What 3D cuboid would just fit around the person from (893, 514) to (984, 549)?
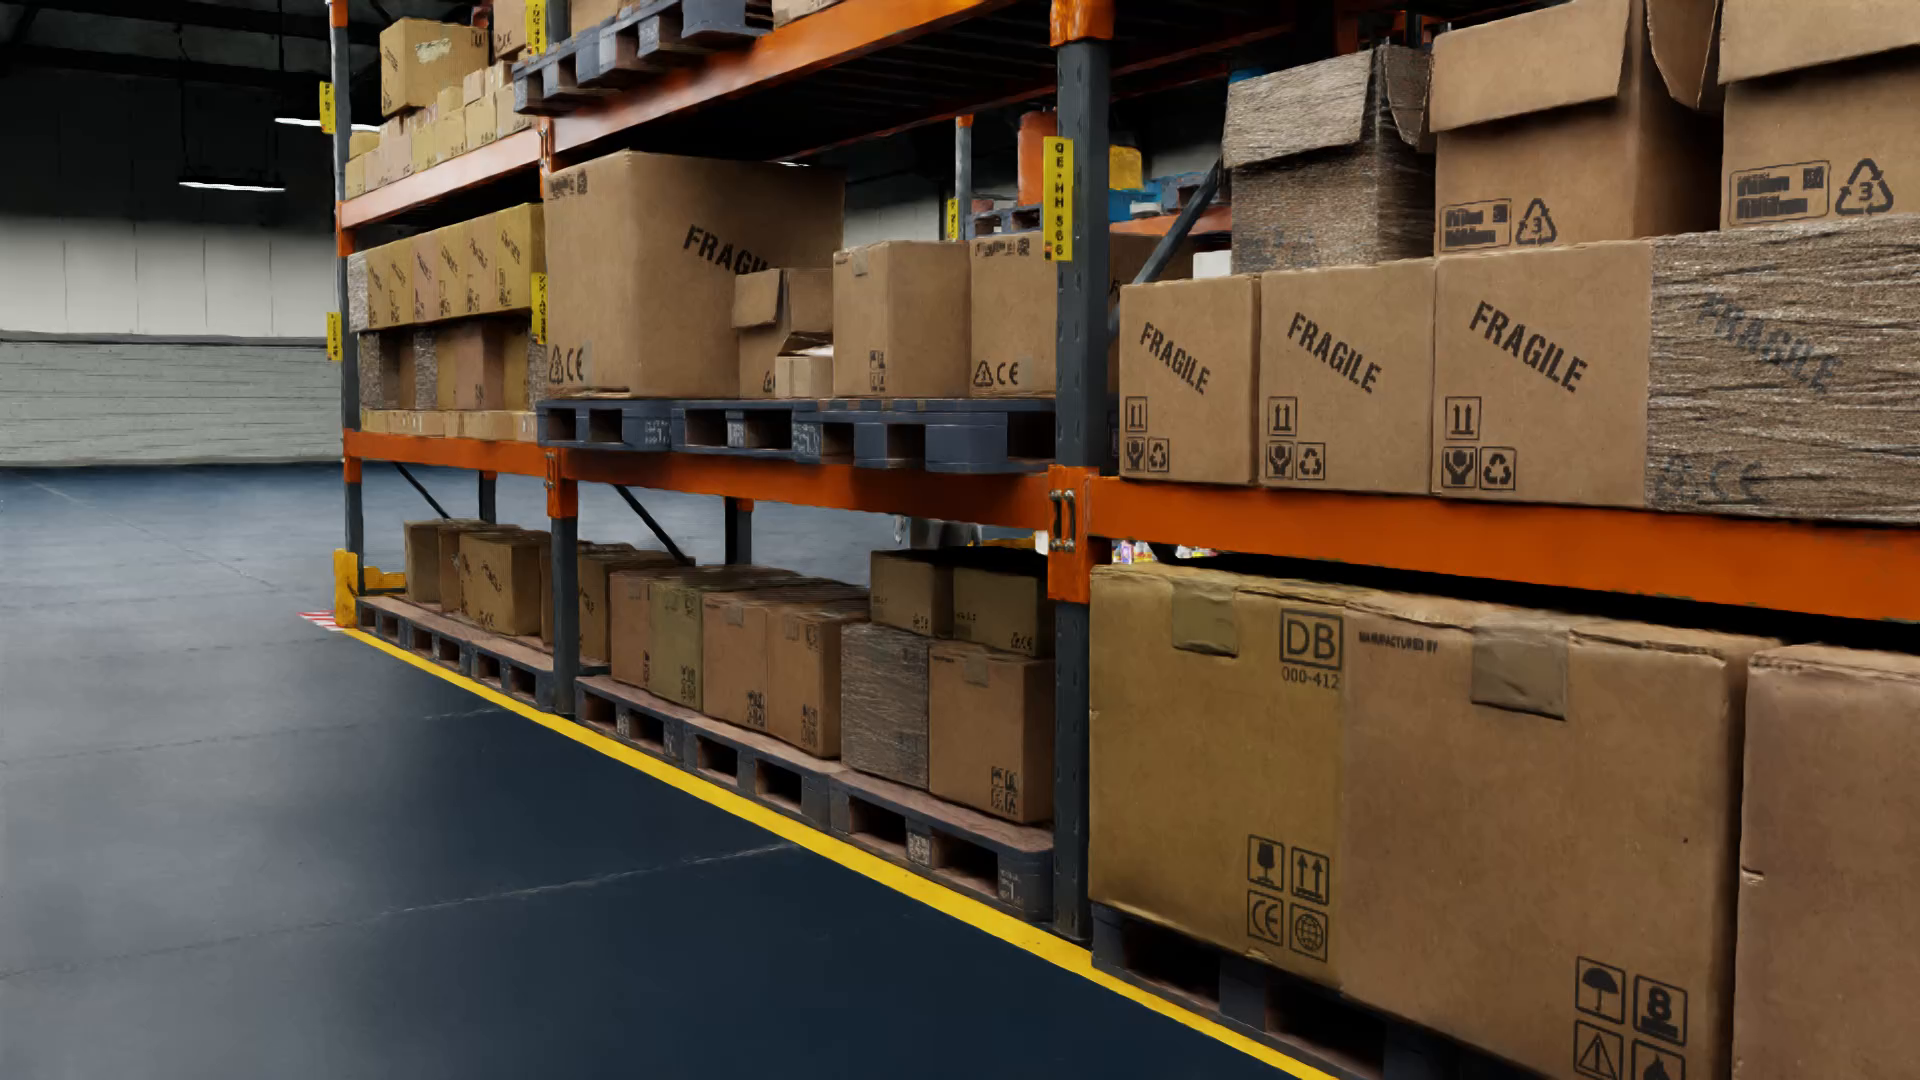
[{"bbox_3d":[-0.111,-0.107,9.270,0.515,1.636,0.806,-1,5,-10],"label":"person"}]
